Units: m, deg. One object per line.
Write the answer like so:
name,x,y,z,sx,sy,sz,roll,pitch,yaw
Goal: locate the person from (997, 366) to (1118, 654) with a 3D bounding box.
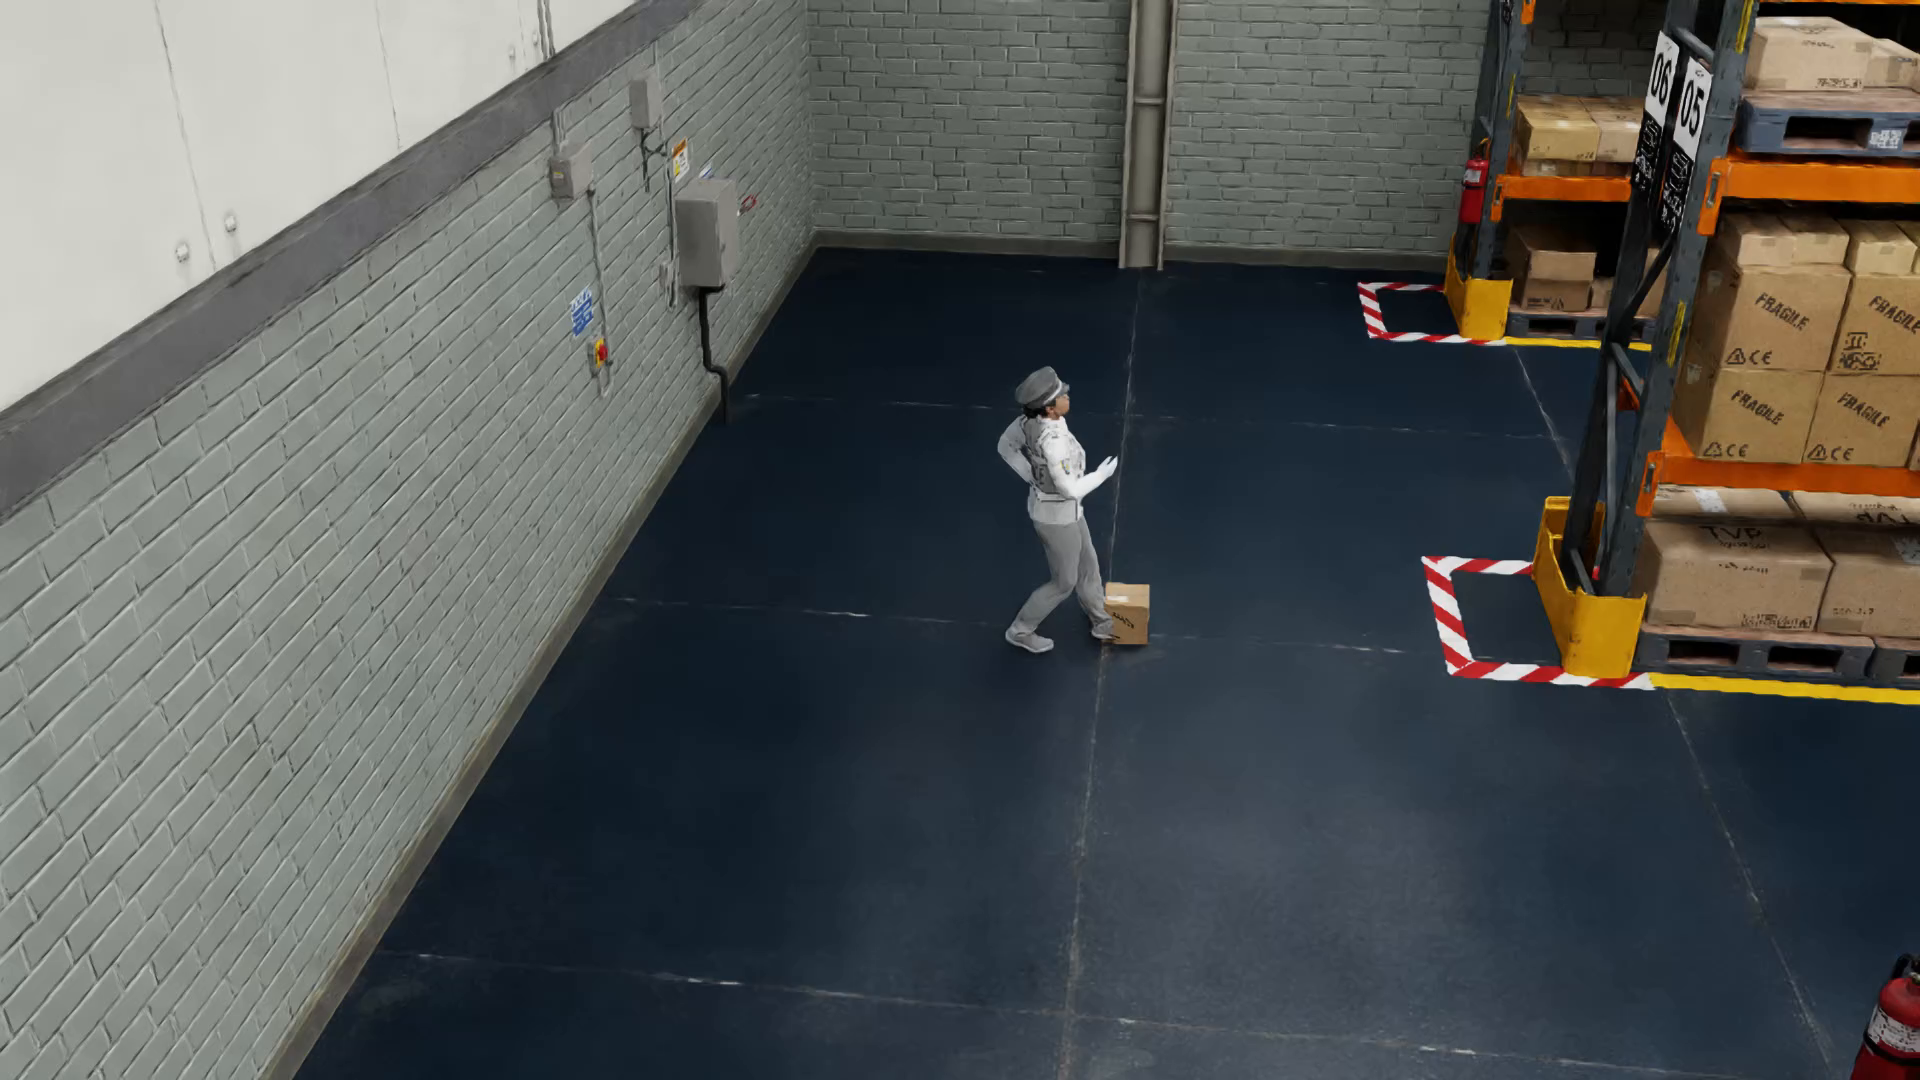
person,0.618,-0.141,8.858,0.789,1.686,0.572,-2,29,-3
